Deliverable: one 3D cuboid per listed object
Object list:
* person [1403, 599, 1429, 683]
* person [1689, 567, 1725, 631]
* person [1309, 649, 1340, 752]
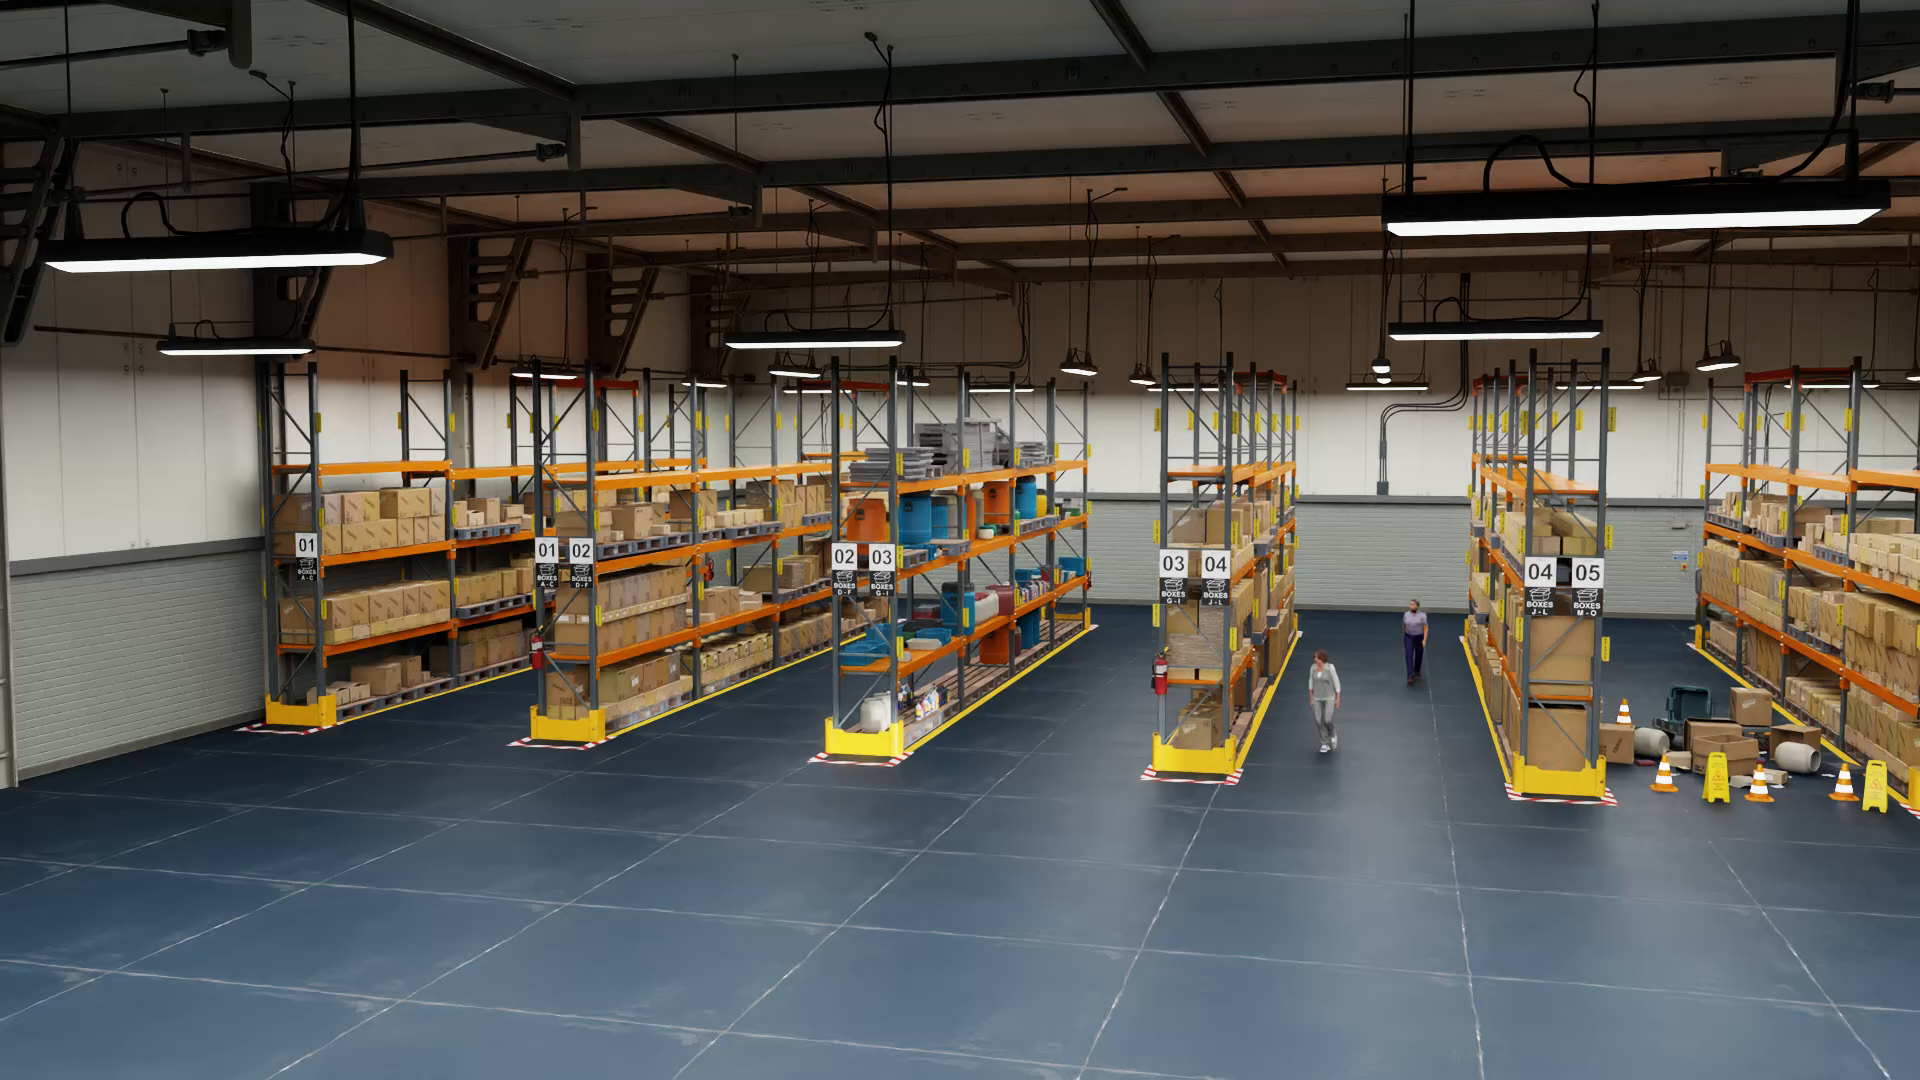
[{"bbox_3d":[8.808,1.938,32.141,0.459,1.575,1.034,1,4,12],"label":"person"},{"bbox_3d":[17.983,1.307,40.048,0.984,1.743,0.587,0,4,-5],"label":"person"},{"bbox_3d":[5.562,2.445,25.349,0.498,1.566,0.455,3,5,34],"label":"person"}]
